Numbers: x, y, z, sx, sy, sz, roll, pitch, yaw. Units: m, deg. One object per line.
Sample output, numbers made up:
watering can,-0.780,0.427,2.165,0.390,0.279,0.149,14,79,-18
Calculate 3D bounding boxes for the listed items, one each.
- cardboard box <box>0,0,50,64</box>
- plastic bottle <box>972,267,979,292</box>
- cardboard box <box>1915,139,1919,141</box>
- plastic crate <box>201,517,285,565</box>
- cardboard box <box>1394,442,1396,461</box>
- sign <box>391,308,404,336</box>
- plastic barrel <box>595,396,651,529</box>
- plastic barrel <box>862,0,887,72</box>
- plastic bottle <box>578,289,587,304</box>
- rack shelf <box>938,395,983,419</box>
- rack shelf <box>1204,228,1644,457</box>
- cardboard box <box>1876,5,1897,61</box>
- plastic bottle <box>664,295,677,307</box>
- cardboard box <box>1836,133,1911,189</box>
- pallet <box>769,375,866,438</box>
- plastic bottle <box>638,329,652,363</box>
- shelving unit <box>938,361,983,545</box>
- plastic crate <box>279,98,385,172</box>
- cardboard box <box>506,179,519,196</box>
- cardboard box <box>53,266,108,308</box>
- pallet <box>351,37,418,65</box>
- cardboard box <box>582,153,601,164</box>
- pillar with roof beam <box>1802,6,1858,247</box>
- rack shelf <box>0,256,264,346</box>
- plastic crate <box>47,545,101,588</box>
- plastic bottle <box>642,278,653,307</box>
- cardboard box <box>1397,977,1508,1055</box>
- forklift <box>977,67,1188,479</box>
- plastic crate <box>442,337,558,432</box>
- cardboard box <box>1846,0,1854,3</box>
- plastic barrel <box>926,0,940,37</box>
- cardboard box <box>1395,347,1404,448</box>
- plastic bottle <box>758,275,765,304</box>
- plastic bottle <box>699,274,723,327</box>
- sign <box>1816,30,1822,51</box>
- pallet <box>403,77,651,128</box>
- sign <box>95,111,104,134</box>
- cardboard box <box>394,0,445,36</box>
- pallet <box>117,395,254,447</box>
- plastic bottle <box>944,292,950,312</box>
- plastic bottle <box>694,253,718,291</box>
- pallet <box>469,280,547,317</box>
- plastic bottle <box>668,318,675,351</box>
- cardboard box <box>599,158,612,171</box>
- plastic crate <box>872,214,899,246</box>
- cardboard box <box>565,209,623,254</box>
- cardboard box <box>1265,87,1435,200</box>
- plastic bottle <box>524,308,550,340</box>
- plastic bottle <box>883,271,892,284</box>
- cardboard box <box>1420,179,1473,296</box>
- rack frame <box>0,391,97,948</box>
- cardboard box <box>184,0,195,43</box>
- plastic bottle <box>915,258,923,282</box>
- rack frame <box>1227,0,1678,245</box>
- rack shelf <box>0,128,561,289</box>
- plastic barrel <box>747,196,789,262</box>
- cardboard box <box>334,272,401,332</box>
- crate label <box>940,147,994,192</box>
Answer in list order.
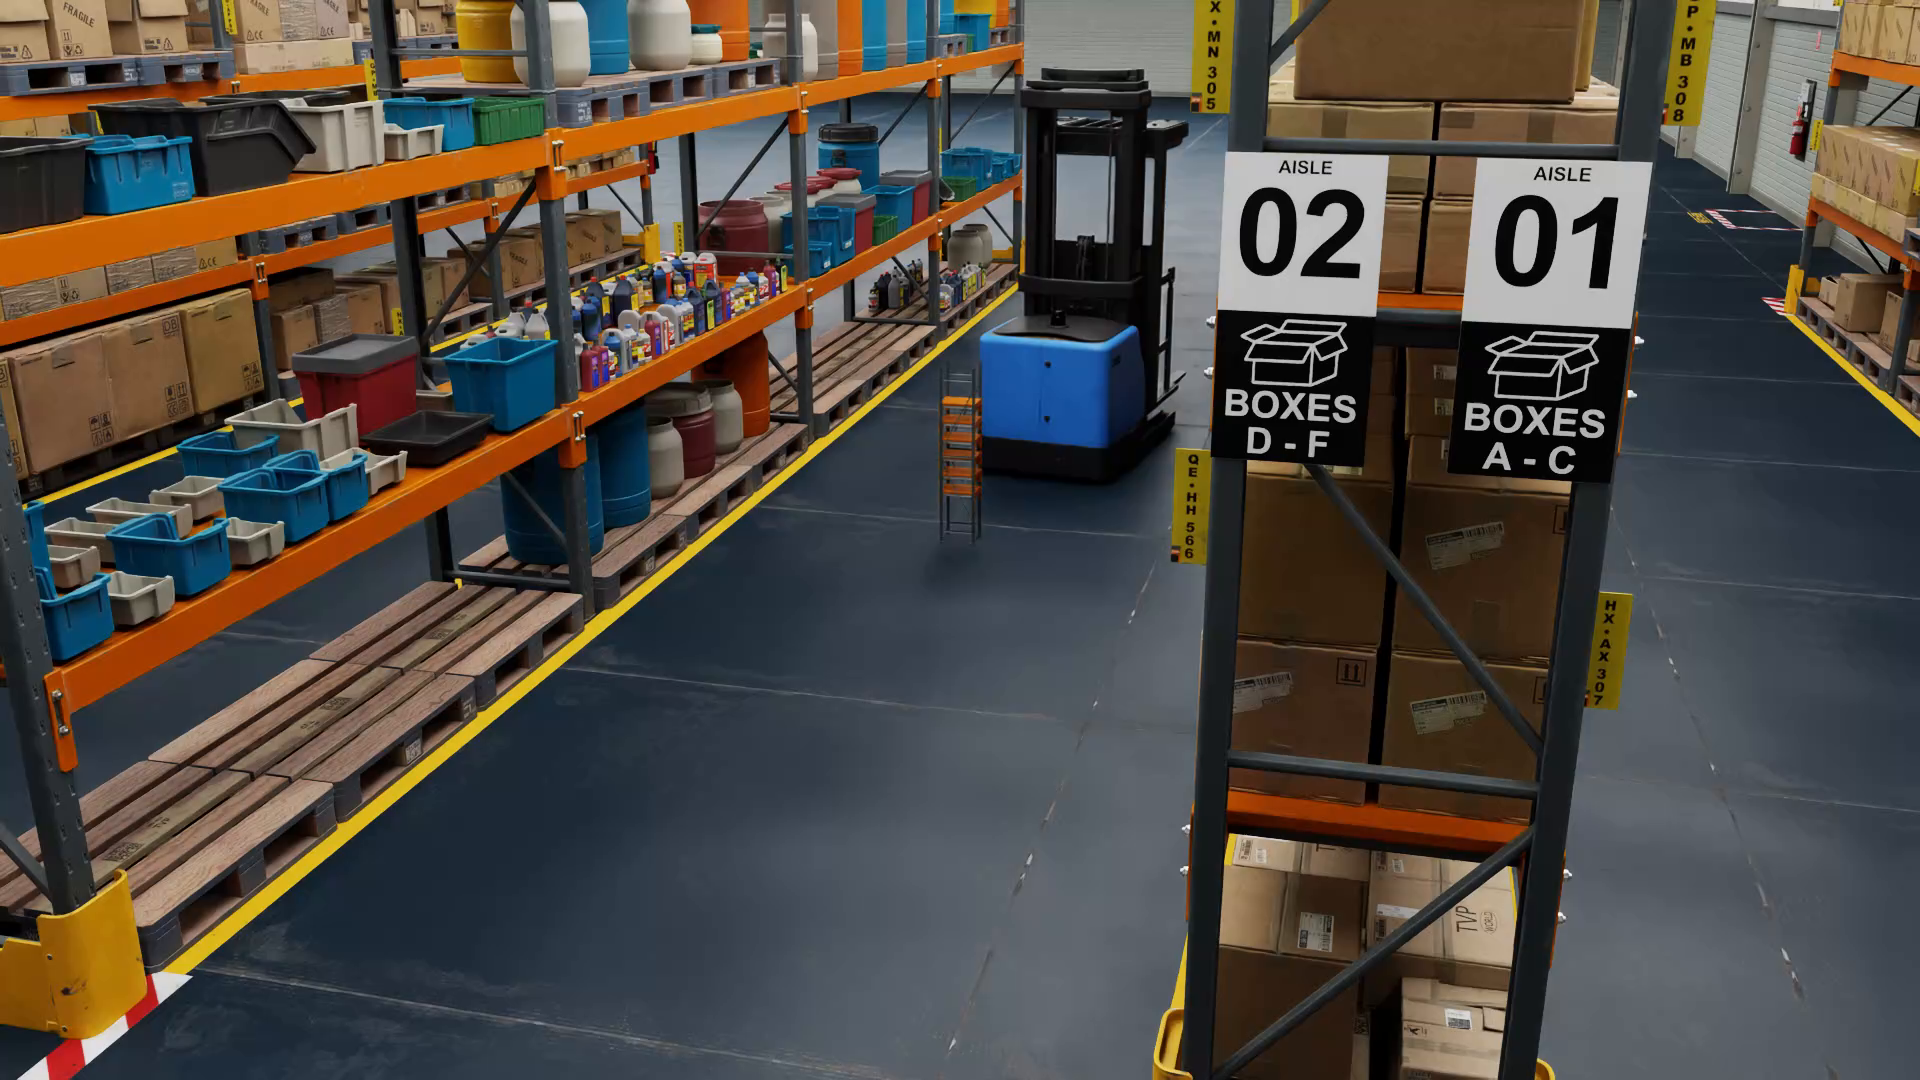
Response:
cardboard box,-6.965,-3.658,11.807,0.797,0.503,0.637,4,19,13
plastic bottle,0.125,-2.938,18.682,0.152,0.276,0.135,4,19,12
cardboard box,9.591,-3.619,16.182,0.500,0.500,0.500,5,19,14
plastic crate,-2.934,0.004,6.850,0.250,0.136,0.298,5,19,13
cardboard box,2.020,-0.143,6.812,0.500,0.500,0.500,5,20,15
sign,-3.194,-1.163,9.524,0.100,0.325,0.005,5,19,13
plastic barrel,-2.339,-0.585,10.856,0.600,0.901,0.708,5,19,13
plastic barrel,-0.940,-4.566,14.498,0.600,0.901,0.708,5,19,13
plastic bottle,-2.564,-1.546,11.252,0.061,0.283,0.133,5,19,13
rack shelf,0.004,-0.871,10.905,0.258,0.103,0.180,5,19,13
rack shelf,1.653,-1.048,6.087,1.077,0.370,4.000,5,19,13
cardboard box,9.154,-4.860,15.949,0.500,0.500,0.500,6,20,17
plastic bottle,-1.933,-1.512,11.172,0.097,0.271,0.097,0,19,0
cardboard box,9.207,-3.819,16.768,0.500,0.500,0.500,4,19,12
pallet,-1.457,-1.162,14.263,1.003,0.211,1.213,5,19,13
plastic bottle,-1.987,-1.219,10.423,0.097,0.201,0.097,0,19,0
shelving unit,0.004,-0.572,11.007,0.258,1.200,0.189,5,19,13
plastic crate,-2.798,-1.768,7.266,0.437,0.282,0.530,5,19,13
cardboard box,-5.091,-3.889,18.321,0.380,0.149,0.250,5,19,13
cardboard box,-6.743,-2.028,12.329,0.500,0.500,0.500,5,19,14
pallet,-6.014,-4.707,15.977,1.213,0.211,1.003,5,19,13
cardboard box,-4.863,-4.839,20.099,0.875,0.500,0.500,5,19,13
pillar with roof beam,7.837,-8.739,22.850,9.100,9.000,0.400,5,19,13
rack shelf,-6.975,-1.666,12.537,1.077,0.370,4.000,5,19,13
plastic crate,-3.615,0.092,6.592,0.396,0.136,0.243,5,19,13
plastic bottle,-2.303,-1.817,12.173,0.097,0.201,0.097,0,19,0
cardboard box,1.661,1.608,5.542,0.380,0.166,0.250,5,19,13
forklift,1.147,-2.273,13.307,1.130,2.935,3.031,7,20,21
plastic crate,-2.444,-0.836,8.925,0.392,0.384,0.575,5,19,13
cardboard box,9.548,-5.815,17.198,0.500,0.500,0.500,3,19,9
plastic barrel,-0.411,-5.286,16.560,0.421,0.512,0.421,0,19,0
cardboard box,2.023,-0.619,6.656,0.500,0.500,0.500,5,19,14
plastic bottle,-1.495,-1.850,12.270,0.097,0.201,0.097,0,19,0
plastic bottle,-1.727,-1.653,11.463,0.144,0.351,0.185,5,19,13
sign,12.751,-7.423,24.693,0.001,0.298,0.199,5,19,13
pallet,-2.564,-2.572,9.727,1.213,0.211,1.003,5,19,13
sign,-9.766,-4.781,18.875,0.100,0.325,0.005,5,19,13
cardboard box,-5.720,-5.414,16.948,0.797,0.503,0.637,4,19,11
pallet,-6.752,-1.072,14.000,1.003,0.211,1.213,5,19,13
plastic bottle,-0.154,-2.509,17.540,0.097,0.201,0.097,0,19,0
plastic bottle,-1.955,-2.061,12.773,0.152,0.276,0.135,5,19,13
pallet,-5.379,-2.780,19.001,1.003,0.211,1.213,5,19,13
plastic bottle,-1.897,-1.334,10.758,0.097,0.201,0.097,0,19,0
cardboard box,-4.550,-4.678,20.632,0.380,0.149,0.250,5,19,13
plastic crate,-0.858,-2.827,15.152,0.450,0.188,0.662,5,19,13
cardboard box,-4.701,-3.962,21.364,0.500,0.500,0.500,9,21,23
cardboard box,1.042,-1.108,4.610,0.500,0.250,0.500,5,19,13
plastic bottle,-2.614,-1.267,10.334,0.144,0.351,0.185,5,19,13
plastic bottle,-0.782,-2.735,17.972,0.144,0.351,0.185,4,19,11
cardboard box,1.536,-0.831,4.573,0.500,0.250,0.500,5,19,13
rack frame,-3.638,0.266,5.769,1.000,3.000,0.127,5,19,13
cardboard box,-6.613,-4.506,14.169,0.500,0.500,0.500,5,20,15
plastic bottle,-0.474,-3.123,19.230,0.097,0.271,0.097,0,19,0
rack frame,1.164,-2.181,3.651,1.000,3.000,0.127,5,19,13
rack shelf,-3.150,-1.440,7.236,1.077,0.370,4.000,5,19,13
plastic barrel,-1.639,-2.634,14.086,0.421,0.512,0.421,0,19,0
cardboard box,-5.951,-2.398,16.754,0.700,0.500,0.500,3,19,9
crate label,0.083,-4.168,18.694,0.502,0.435,0.616,5,19,13
